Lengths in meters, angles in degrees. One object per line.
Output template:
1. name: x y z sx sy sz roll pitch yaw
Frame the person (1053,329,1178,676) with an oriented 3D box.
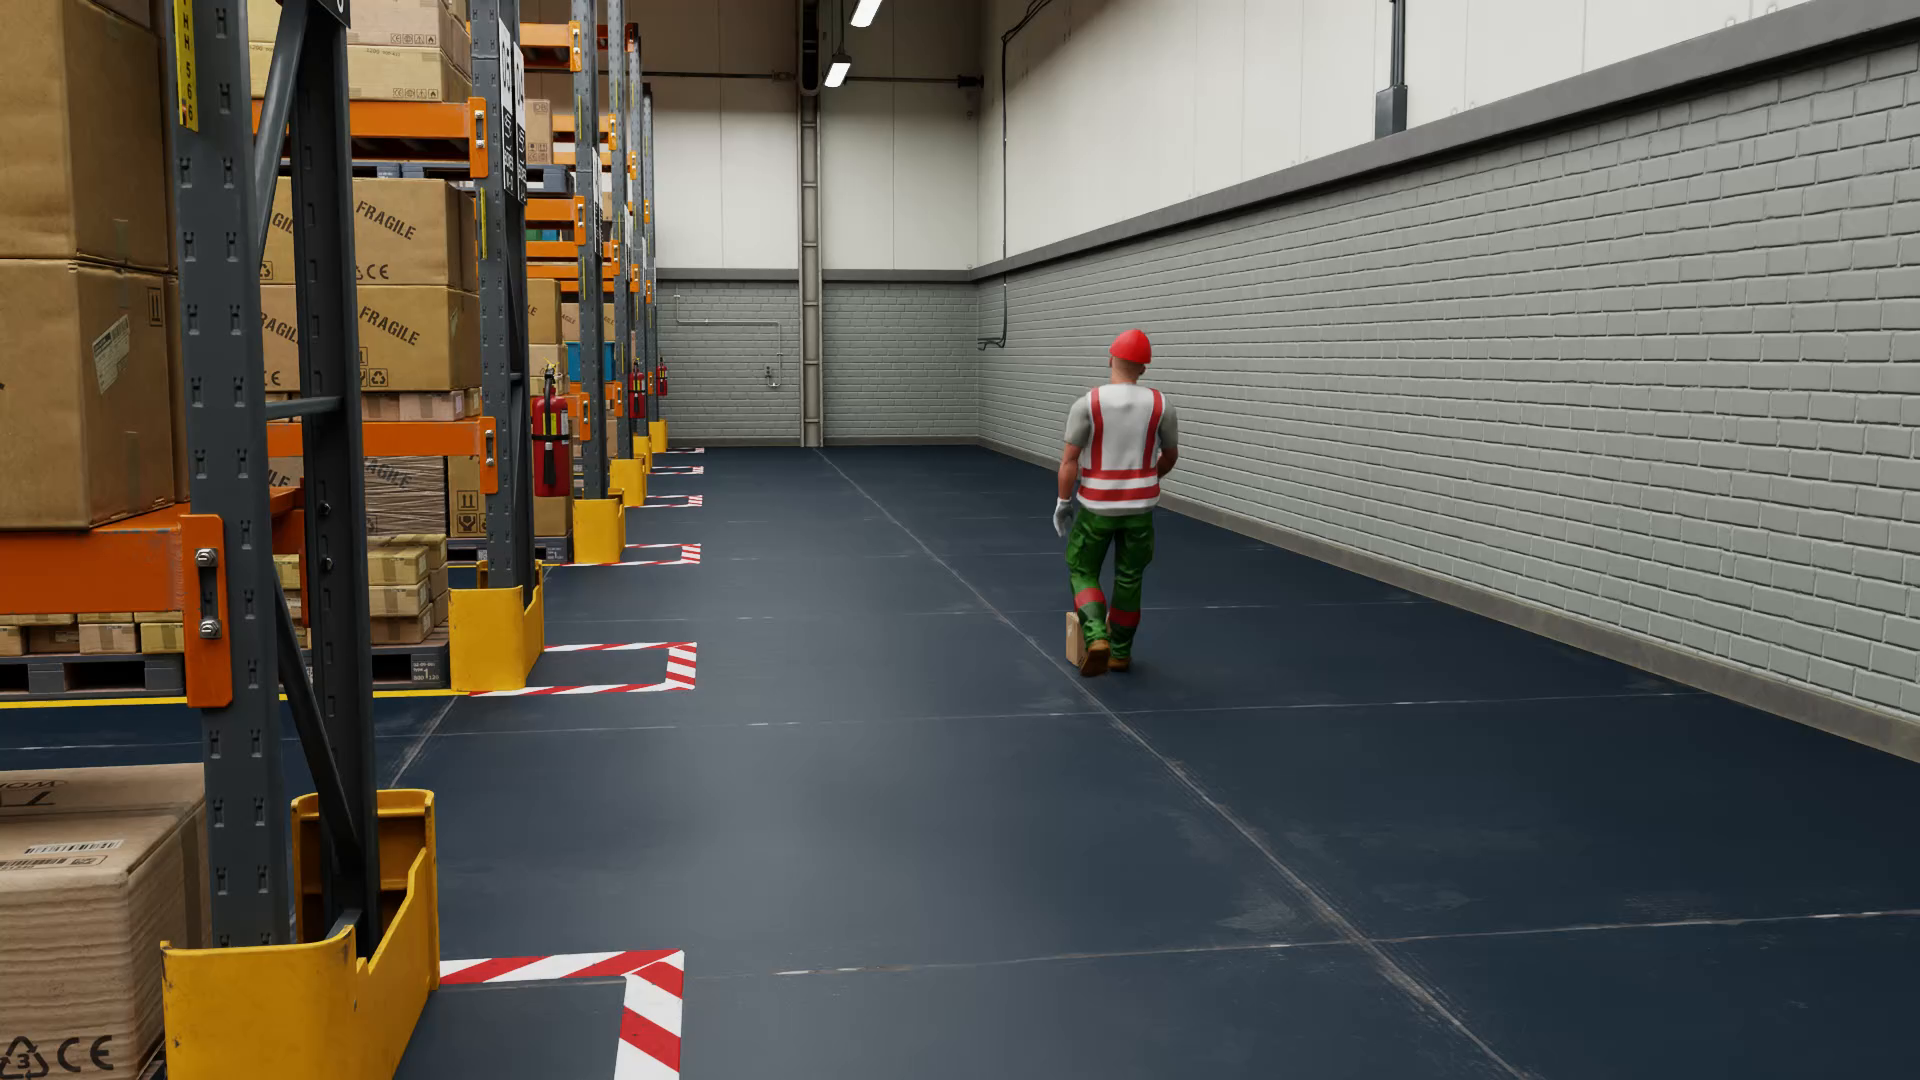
1. person: 0.766 -0.184 8.343 0.619 1.733 0.848 0 6 -3
